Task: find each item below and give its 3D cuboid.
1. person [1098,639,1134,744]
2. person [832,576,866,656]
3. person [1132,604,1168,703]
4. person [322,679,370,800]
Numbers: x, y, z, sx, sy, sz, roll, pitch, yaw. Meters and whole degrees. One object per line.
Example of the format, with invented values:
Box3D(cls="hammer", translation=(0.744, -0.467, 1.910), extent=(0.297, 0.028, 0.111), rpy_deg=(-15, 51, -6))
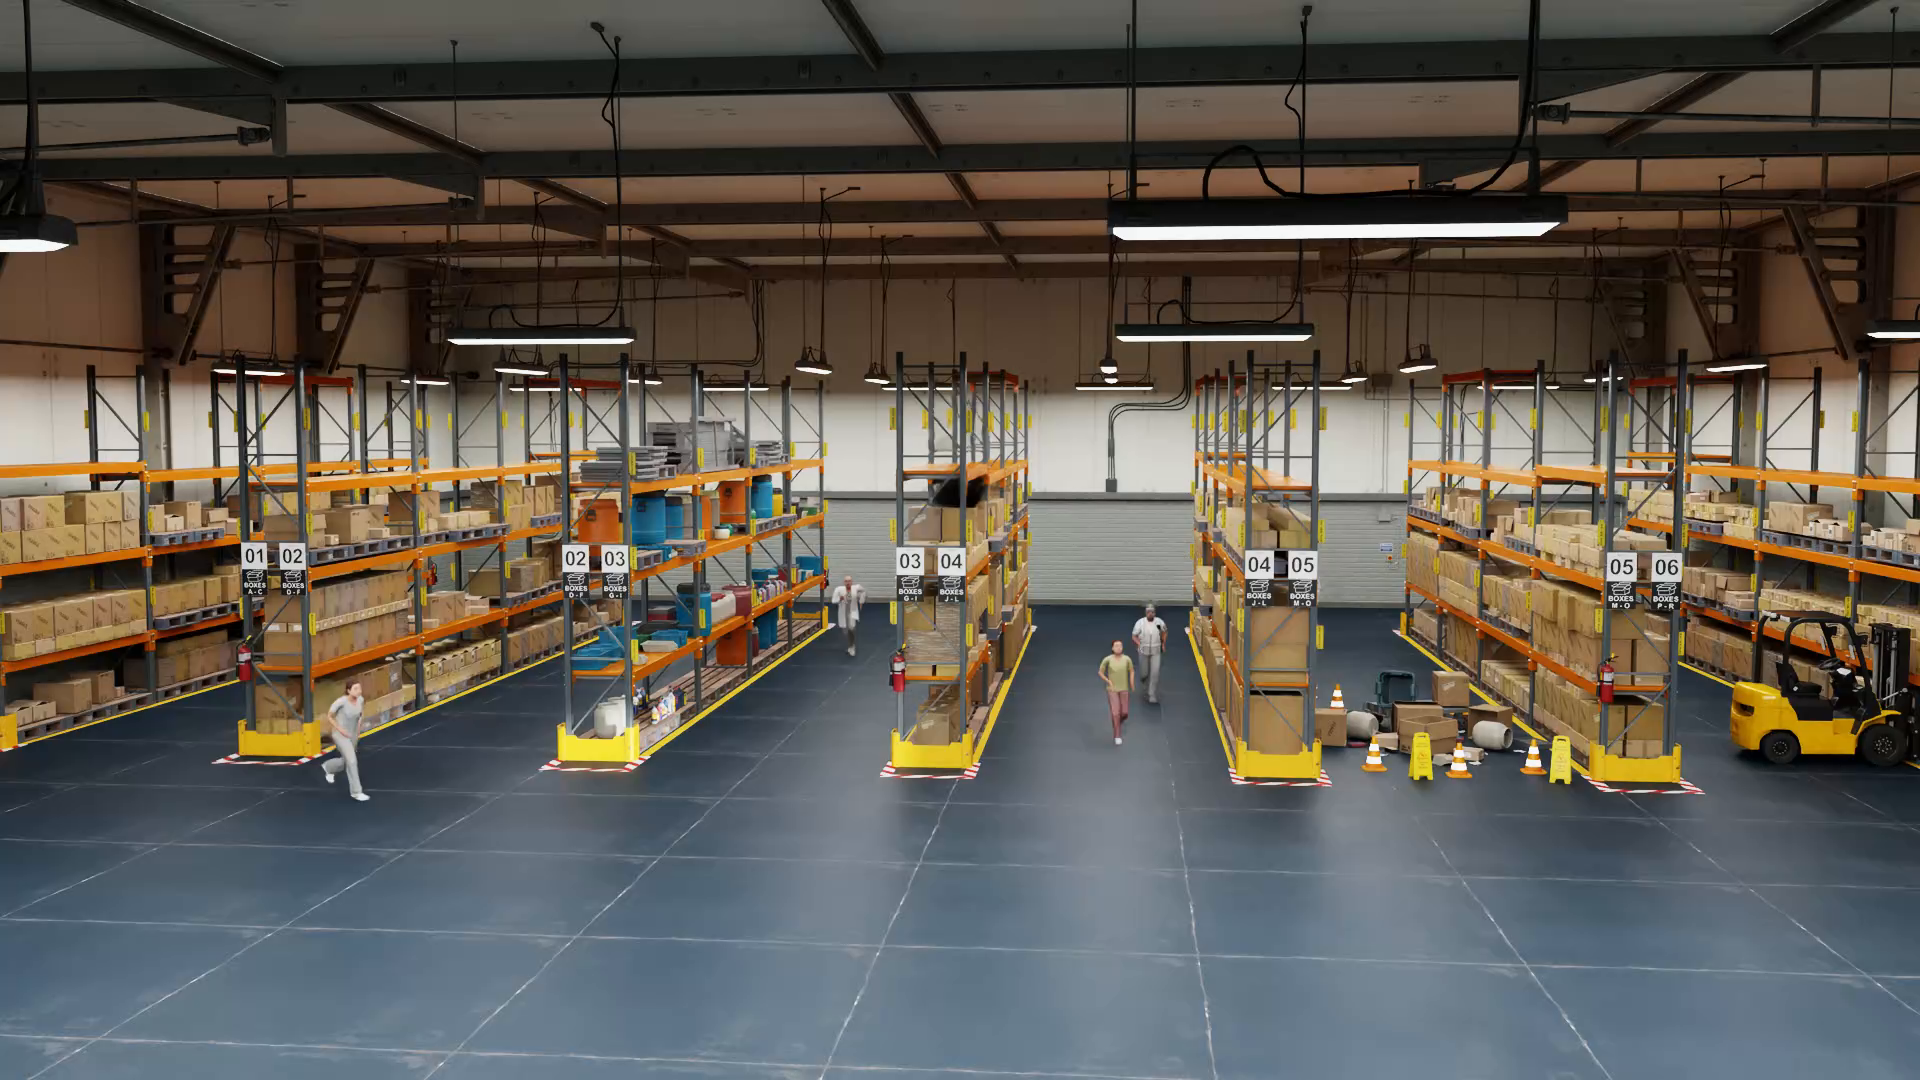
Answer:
Box3D(cls="person", translation=(2.448, 2.352, 25.993), extent=(0.554, 1.630, 0.566), rpy_deg=(0, 4, -5))
Box3D(cls="person", translation=(-2.365, 1.608, 35.426), extent=(0.689, 1.728, 0.974), rpy_deg=(0, 4, 2))
Box3D(cls="person", translation=(3.417, 2.003, 29.925), extent=(0.651, 1.760, 0.893), rpy_deg=(0, 4, 2))
Box3D(cls="person", translation=(-8.250, 2.635, 22.176), extent=(0.888, 1.621, 0.550), rpy_deg=(3, 5, 36))
